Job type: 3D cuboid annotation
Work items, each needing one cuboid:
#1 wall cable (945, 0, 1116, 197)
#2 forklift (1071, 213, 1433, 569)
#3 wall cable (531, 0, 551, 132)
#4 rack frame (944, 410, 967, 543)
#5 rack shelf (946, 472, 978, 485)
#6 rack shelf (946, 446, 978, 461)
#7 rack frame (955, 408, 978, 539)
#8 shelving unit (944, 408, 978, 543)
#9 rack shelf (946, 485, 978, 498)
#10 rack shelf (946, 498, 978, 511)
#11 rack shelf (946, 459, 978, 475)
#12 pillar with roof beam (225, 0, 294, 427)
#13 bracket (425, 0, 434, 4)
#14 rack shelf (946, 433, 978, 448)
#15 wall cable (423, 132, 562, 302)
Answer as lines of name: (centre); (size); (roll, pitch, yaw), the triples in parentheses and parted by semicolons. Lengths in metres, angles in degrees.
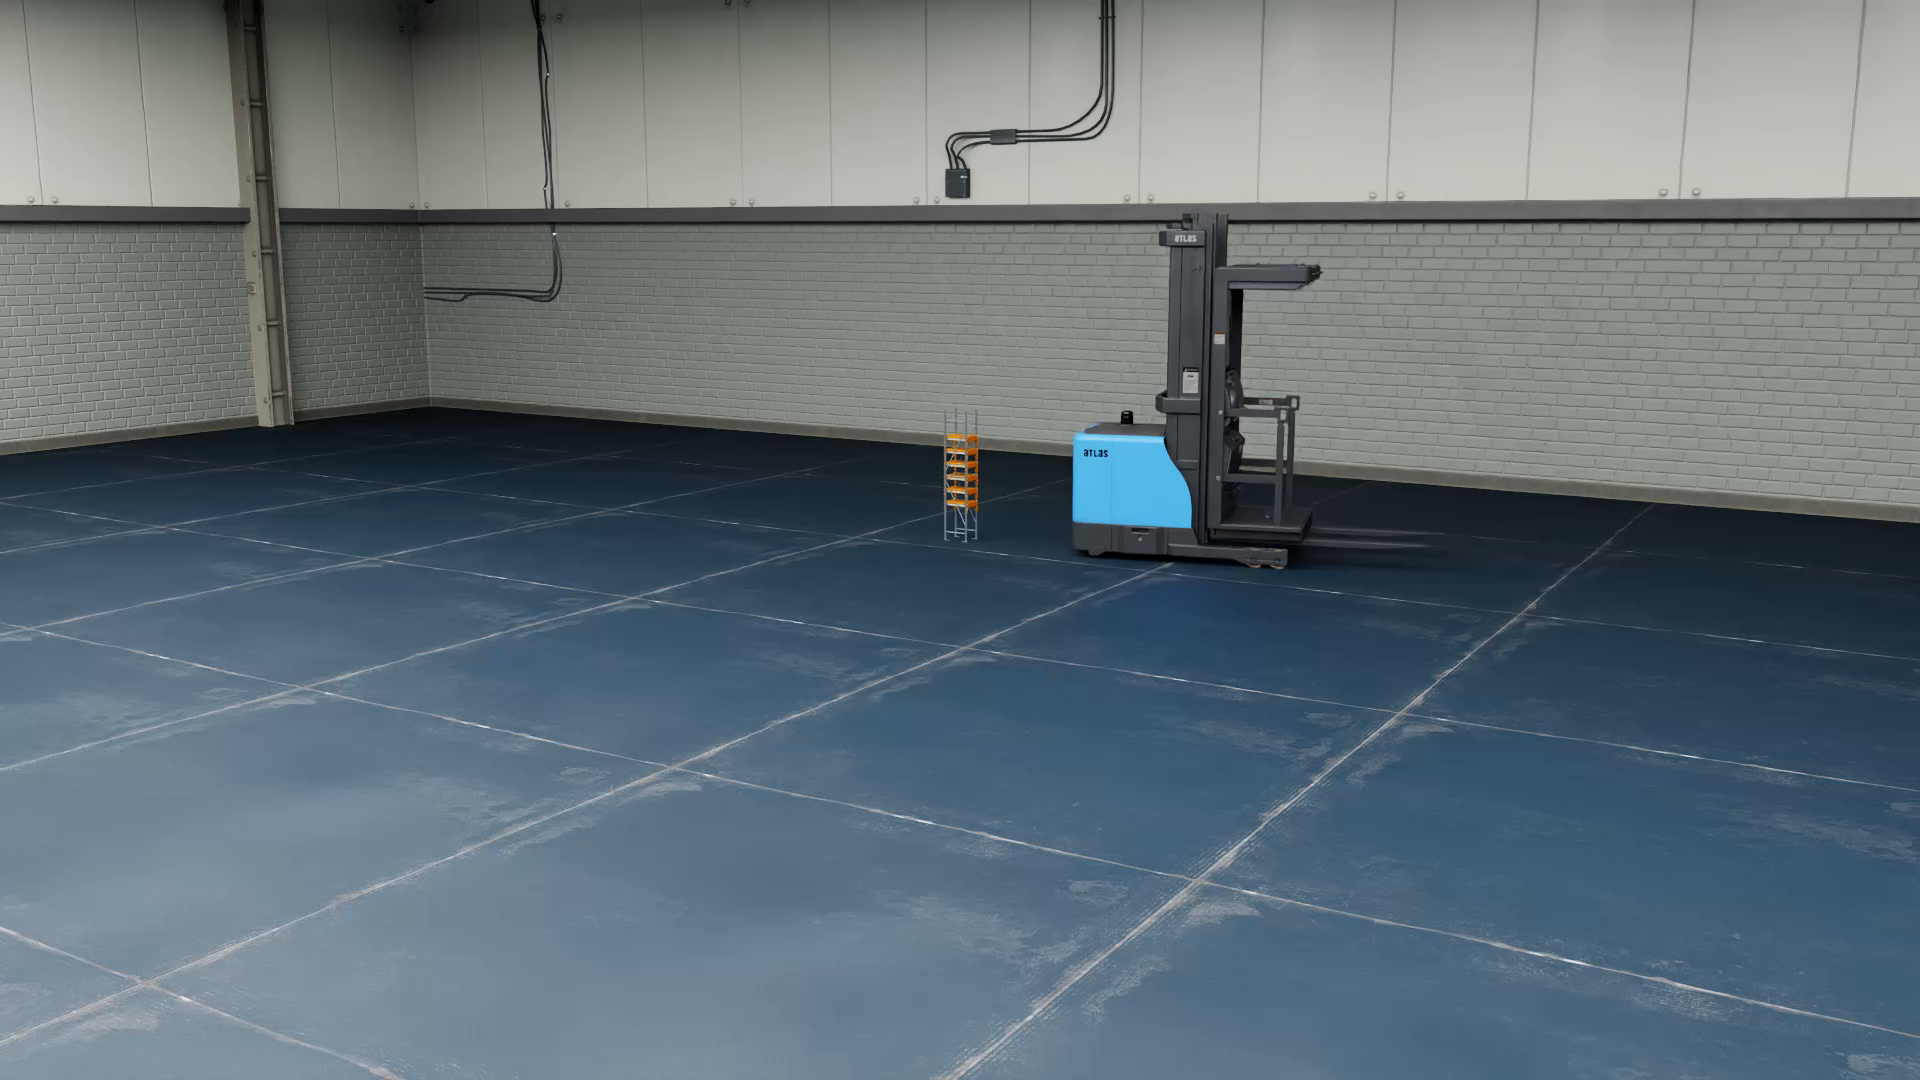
wall cable: (0.818, -7.196, 19.991); (2.305, 6.003, 0.169); (6, 12, 31)
forklift: (2.540, -1.303, 14.247); (3.031, 2.935, 1.130); (3, 11, 16)
wall cable: (-4.975, -7.131, 23.602); (3.097, 2.526, 0.112); (6, 12, 31)
rack frame: (-0.040, -0.578, 15.075); (0.240, 1.200, 0.006); (6, 12, 31)
rack shelf: (0.008, -0.548, 15.160); (0.258, 0.103, 0.180); (6, 12, 31)
rack shelf: (0.008, -0.784, 15.116); (0.258, 0.103, 0.180); (6, 12, 31)
rack frame: (0.055, -0.606, 15.229); (0.240, 1.200, 0.006); (6, 12, 31)
shelving unit: (0.008, -0.592, 15.152); (0.258, 1.200, 0.189); (6, 12, 31)
rack shelf: (0.008, -0.430, 15.182); (0.258, 0.103, 0.180); (6, 12, 31)
rack shelf: (0.008, -0.312, 15.204); (0.258, 0.103, 0.180); (6, 12, 31)
rack shelf: (0.008, -0.666, 15.138); (0.258, 0.103, 0.180); (6, 12, 31)
pillar with roof beam: (-6.268, -5.685, 21.164); (9.100, 9.000, 0.400); (6, 12, 31)
bracket: (-8.198, -8.270, 25.189); (0.235, 0.232, 0.430); (6, 12, 31)
rack shelf: (0.008, -0.902, 15.094); (0.258, 0.103, 0.180); (6, 12, 31)
wall cable: (-7.287, -4.907, 25.447); (3.097, 2.526, 0.112); (6, 12, 31)
